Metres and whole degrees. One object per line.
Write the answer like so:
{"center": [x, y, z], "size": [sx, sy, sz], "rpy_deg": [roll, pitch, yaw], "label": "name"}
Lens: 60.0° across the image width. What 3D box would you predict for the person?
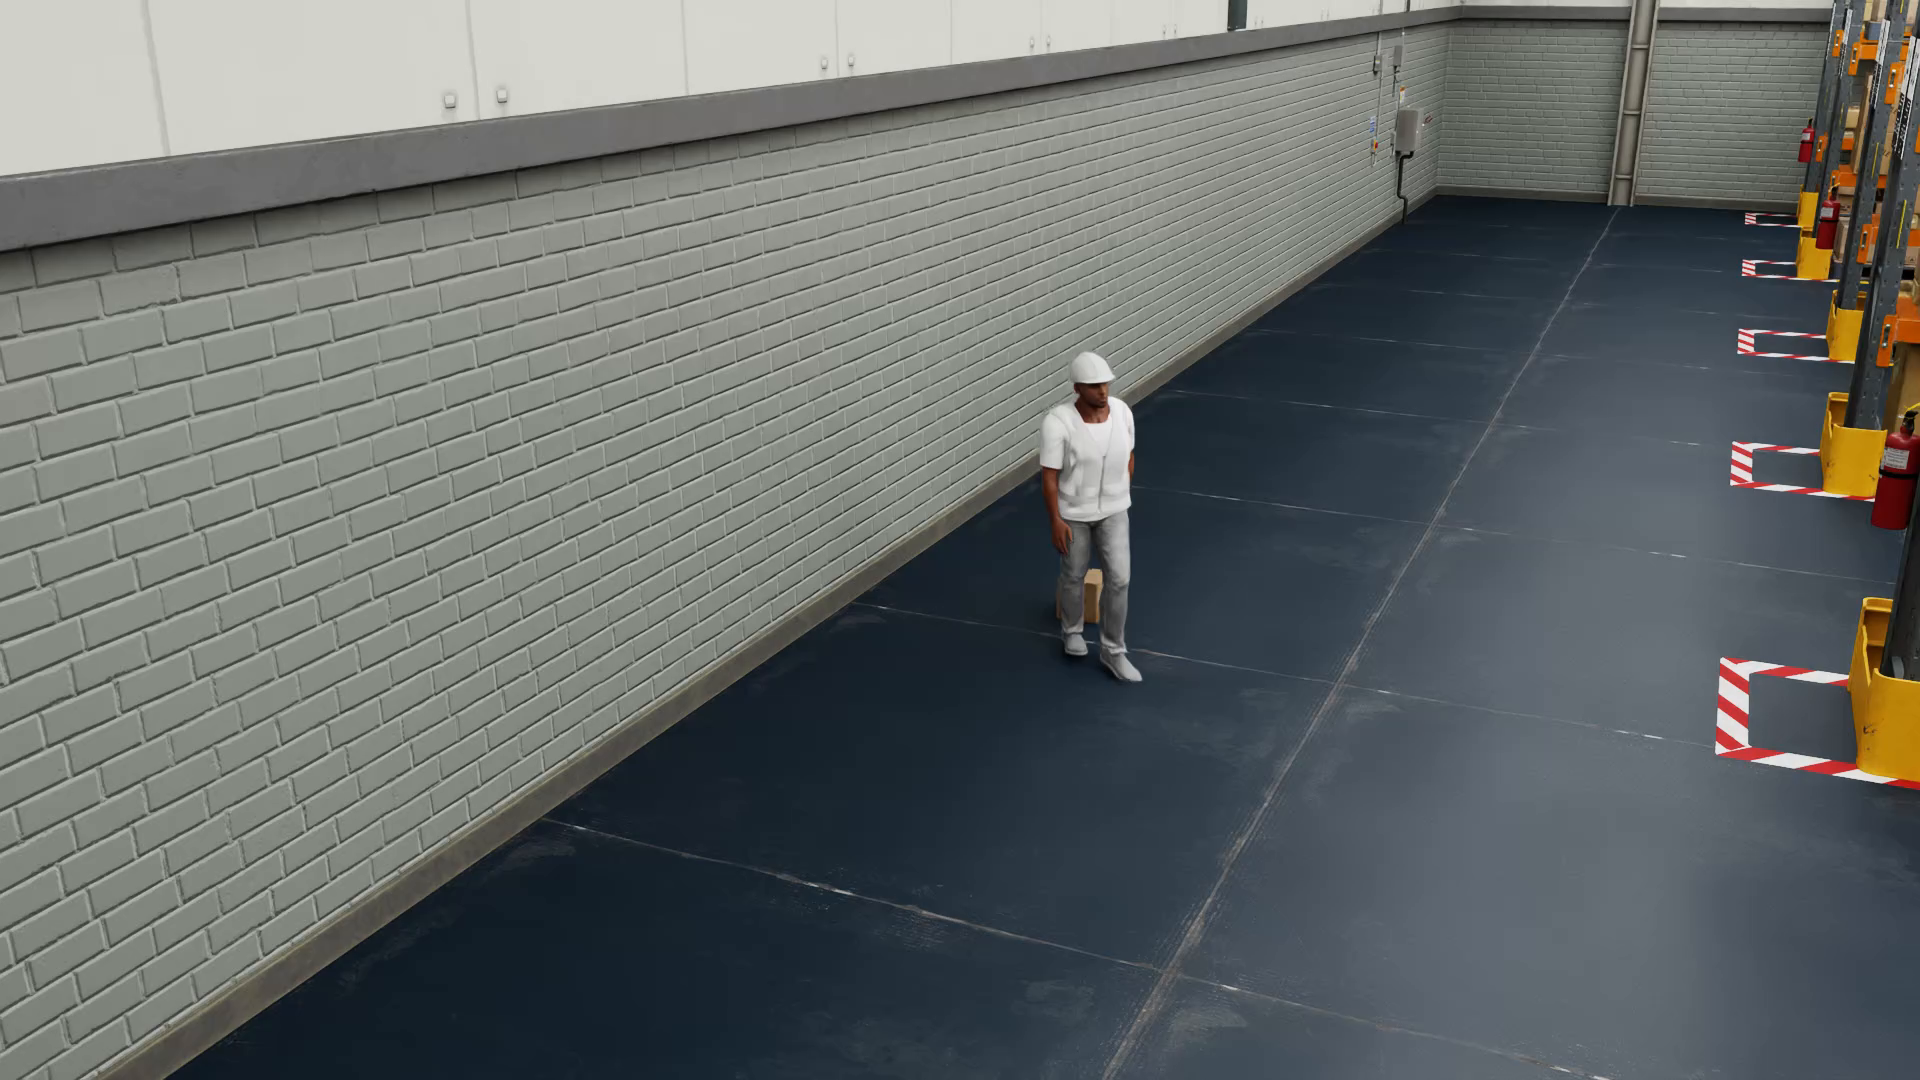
{"center": [0.687, -0.139, 8.948], "size": [0.567, 1.799, 0.613], "rpy_deg": [-4, 19, -12], "label": "person"}
